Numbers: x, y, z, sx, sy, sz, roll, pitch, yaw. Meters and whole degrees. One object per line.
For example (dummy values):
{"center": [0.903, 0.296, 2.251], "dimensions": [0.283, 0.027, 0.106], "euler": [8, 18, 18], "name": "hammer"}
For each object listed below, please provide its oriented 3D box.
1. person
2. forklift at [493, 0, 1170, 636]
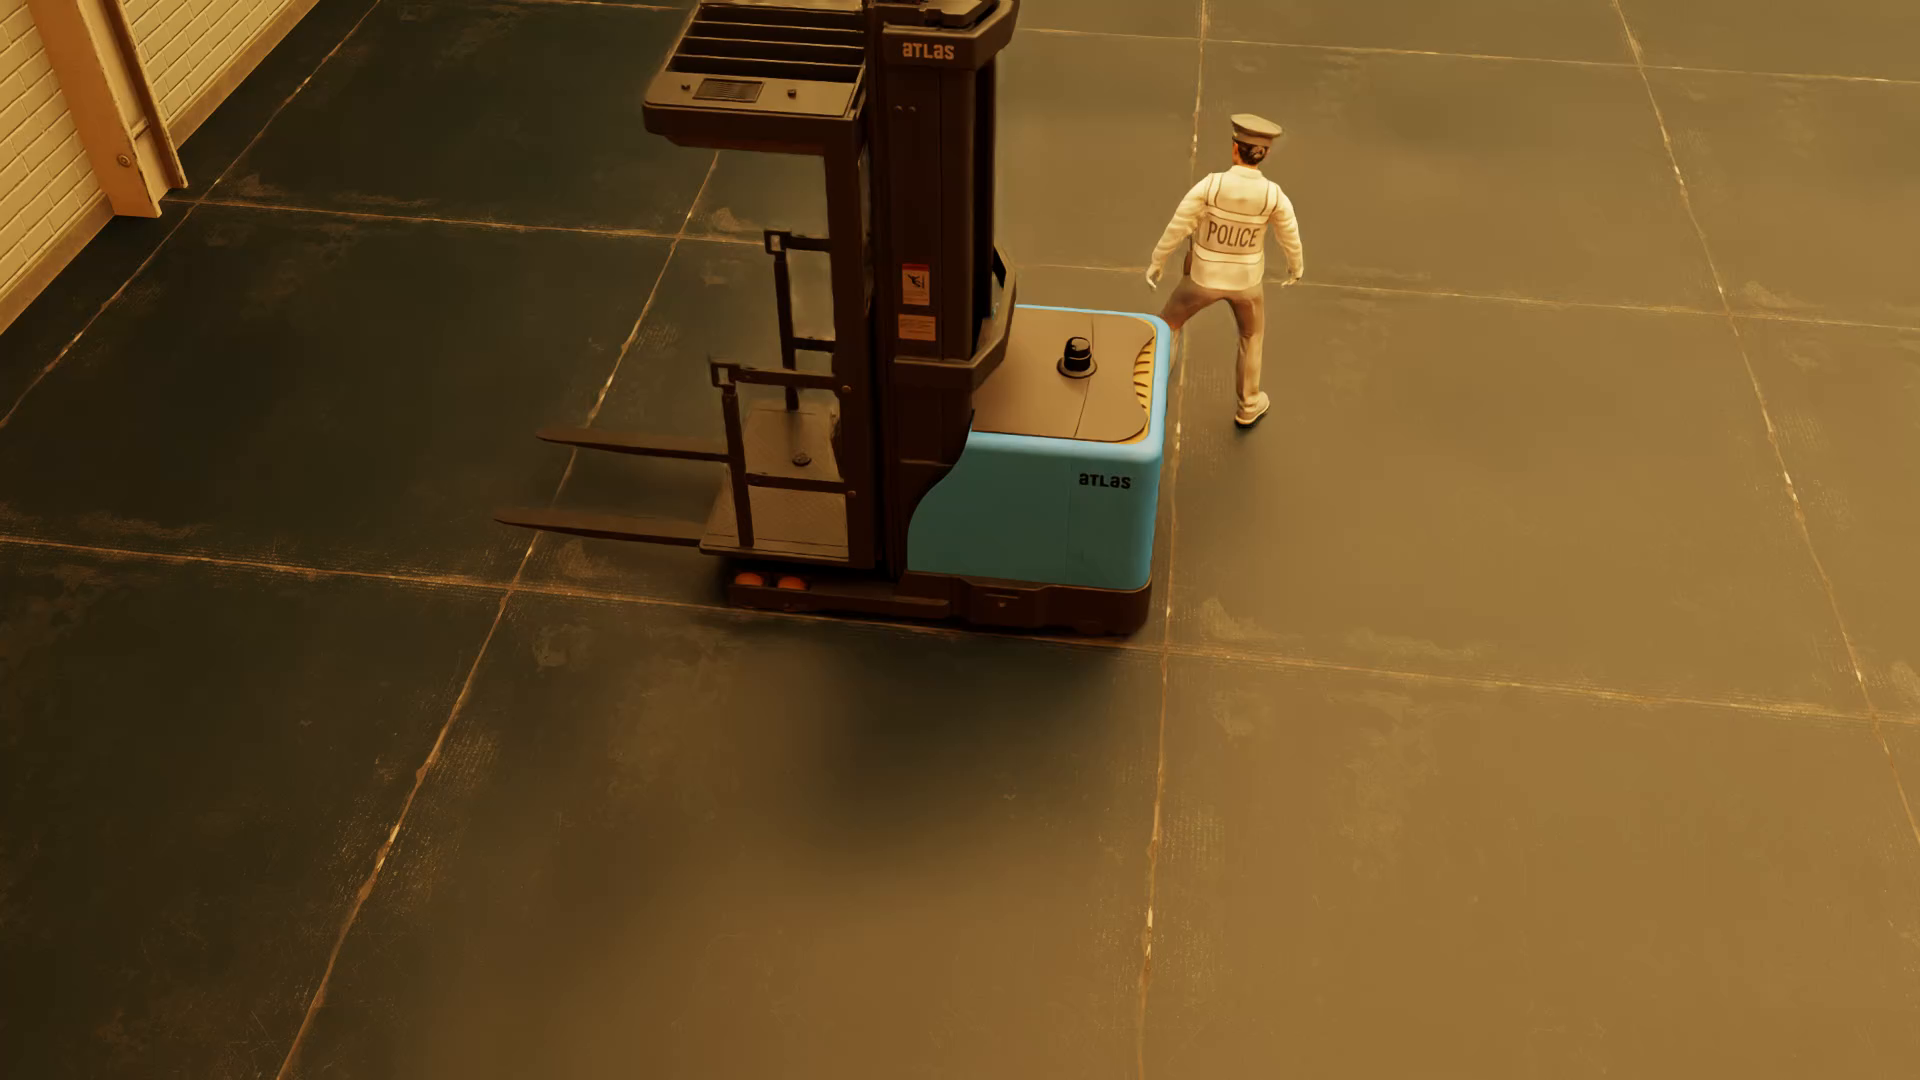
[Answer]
{"center": [1.259, -1.294, 8.106], "dimensions": [0.849, 1.626, 0.400], "euler": [2, 43, 3], "name": "person"}
{"center": [-0.612, -1.101, 6.923], "dimensions": [3.031, 2.935, 1.130], "euler": [5, 43, 6], "name": "forklift"}
